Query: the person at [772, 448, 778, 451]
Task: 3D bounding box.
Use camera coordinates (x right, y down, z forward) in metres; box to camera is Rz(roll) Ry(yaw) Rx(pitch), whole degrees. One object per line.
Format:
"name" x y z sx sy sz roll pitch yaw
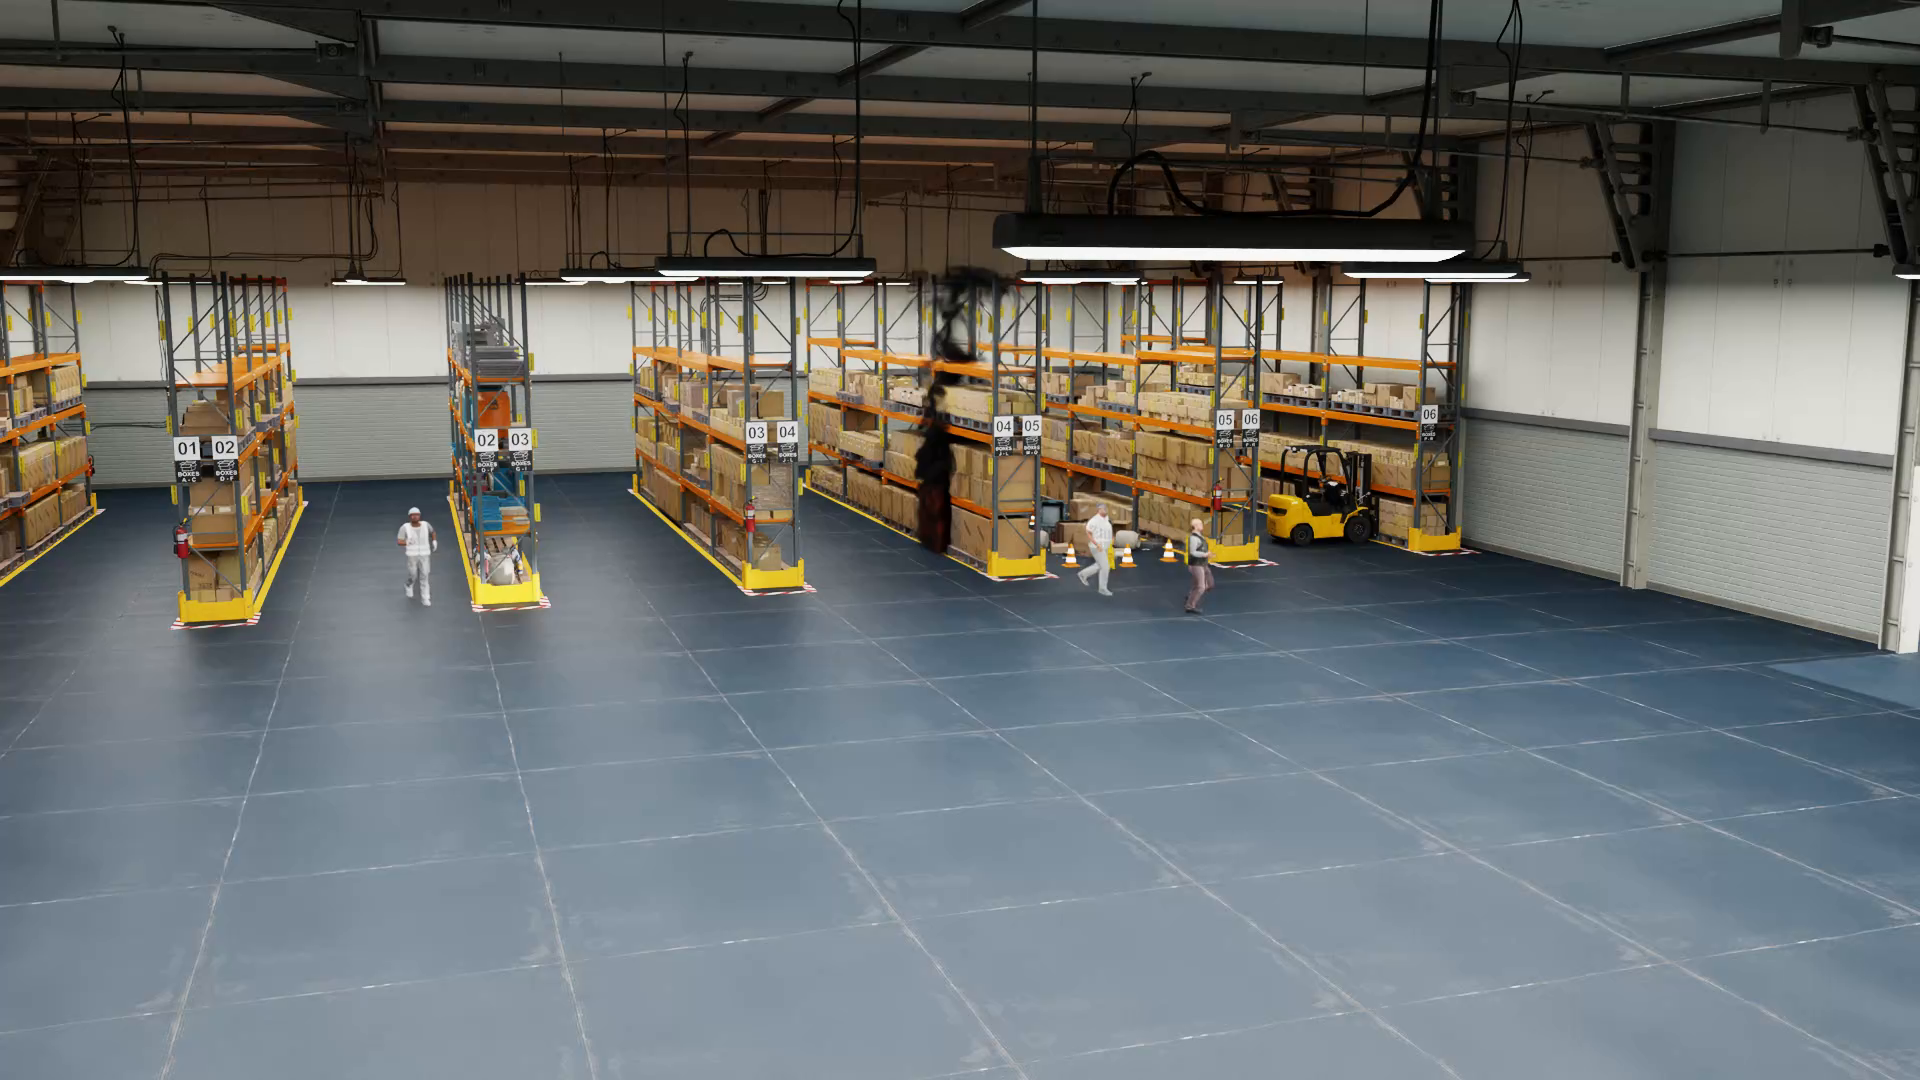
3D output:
"person" -5.453 -2.243 47.552 0.660 1.667 0.709 1 9 8

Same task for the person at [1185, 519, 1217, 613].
"person" 4.283 0.456 29.424 0.578 1.677 0.647 3 9 20

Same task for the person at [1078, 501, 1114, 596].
"person" 2.574 0.131 31.414 0.805 1.796 0.661 5 10 31

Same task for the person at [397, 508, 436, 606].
"person" -9.862 0.284 30.286 0.694 1.730 1.056 -4 9 -25
